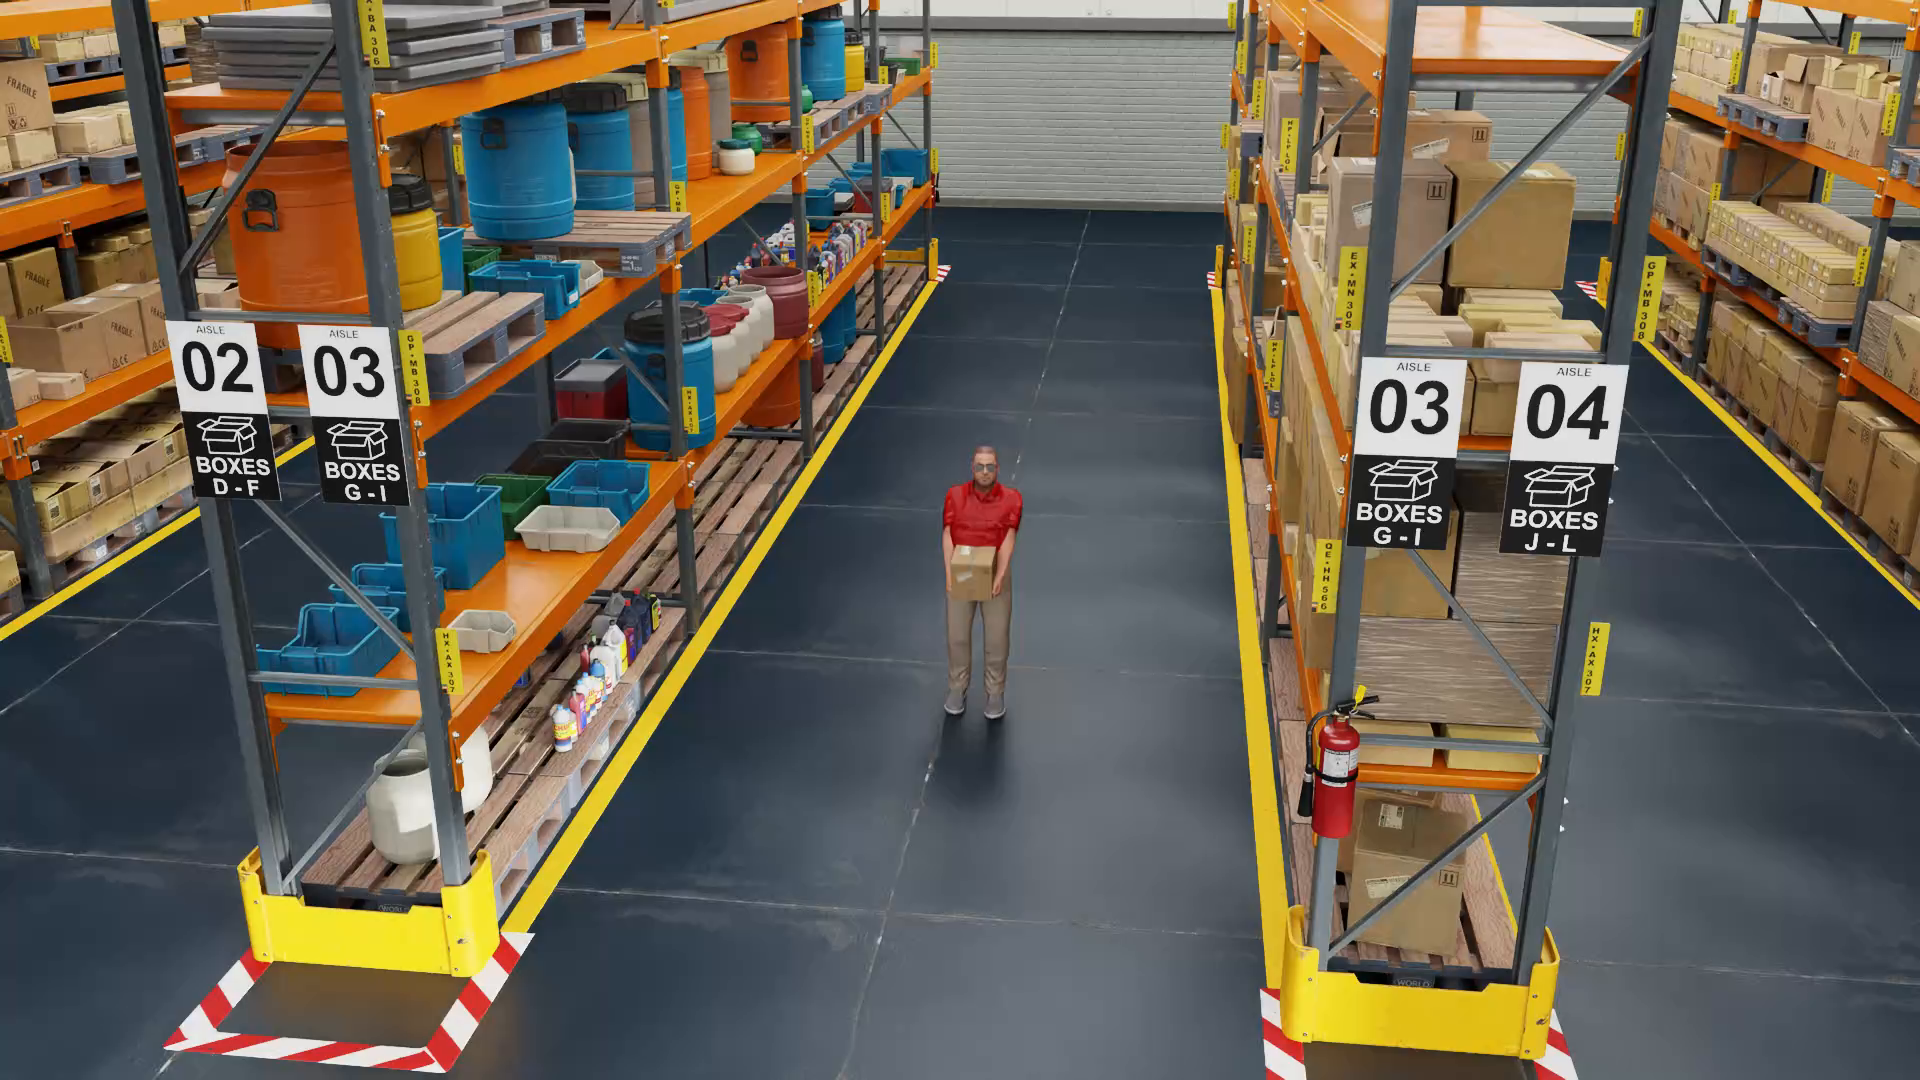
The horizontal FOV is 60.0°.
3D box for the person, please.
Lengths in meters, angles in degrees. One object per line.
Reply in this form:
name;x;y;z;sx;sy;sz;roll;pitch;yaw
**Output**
person;0.124;0.287;10.376;0.494;1.714;0.537;3;21;7
